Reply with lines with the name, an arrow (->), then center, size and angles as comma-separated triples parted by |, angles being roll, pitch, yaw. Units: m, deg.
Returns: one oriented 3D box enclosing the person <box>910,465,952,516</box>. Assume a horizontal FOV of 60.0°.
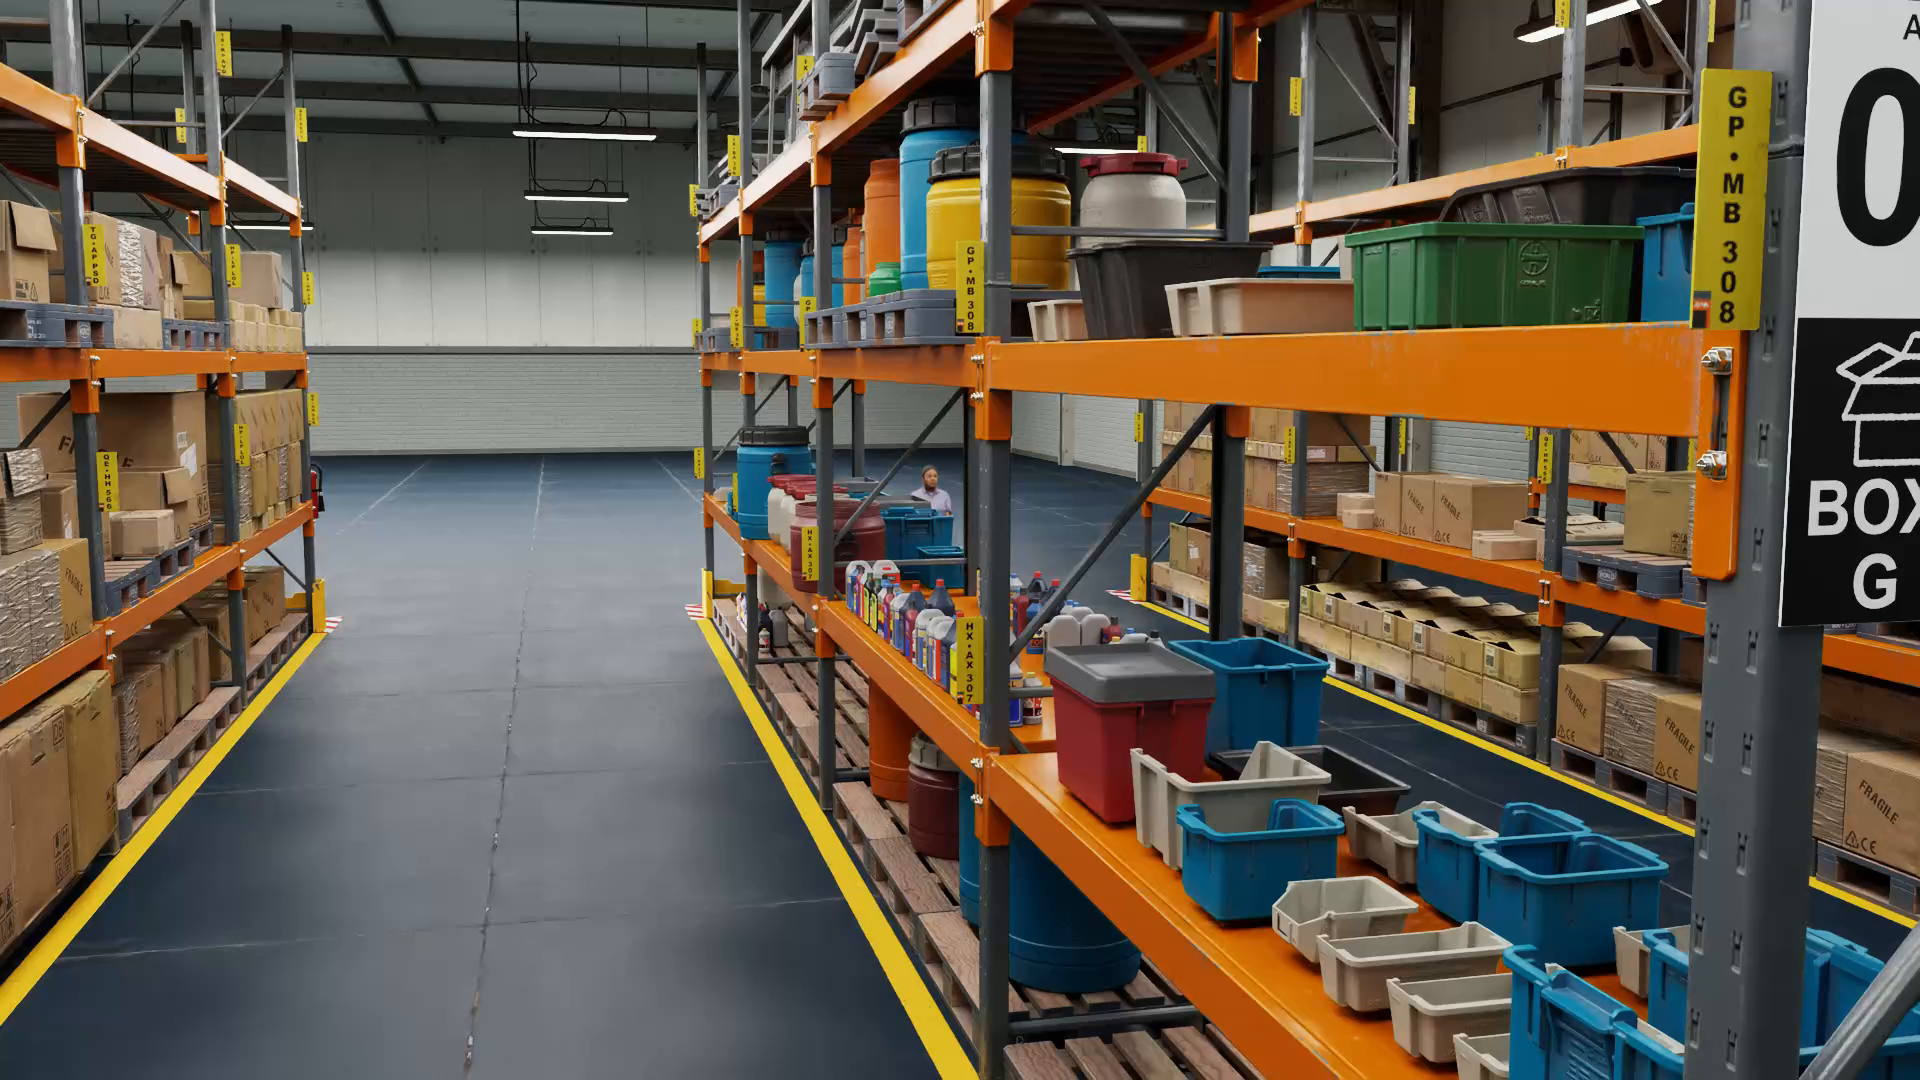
person -> -0.311, 0.052, 17.226 | 0.510, 1.656, 0.410 | -2, 6, -15
